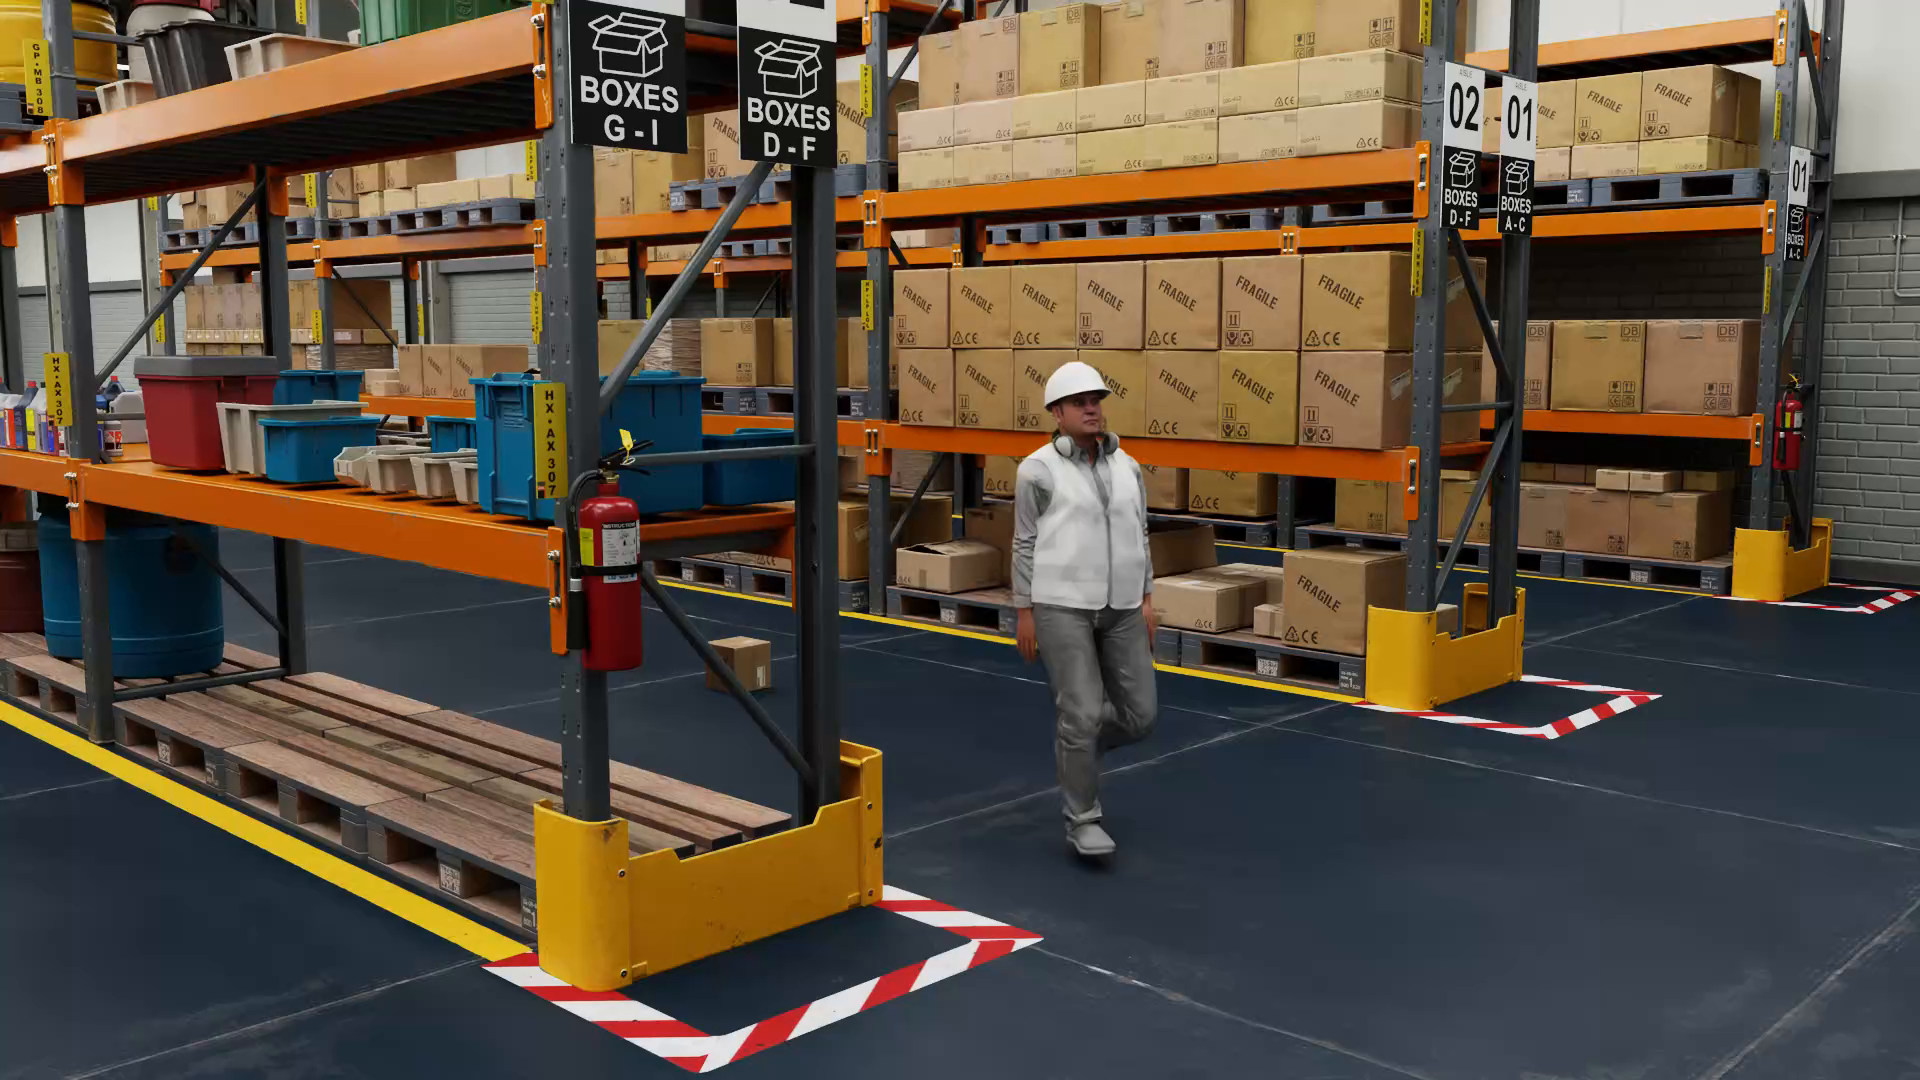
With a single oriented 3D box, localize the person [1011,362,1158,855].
[{"bbox_3d":[0.452,0.233,6.061,0.551,1.755,0.627,-3,8,-25],"label":"person"}]
